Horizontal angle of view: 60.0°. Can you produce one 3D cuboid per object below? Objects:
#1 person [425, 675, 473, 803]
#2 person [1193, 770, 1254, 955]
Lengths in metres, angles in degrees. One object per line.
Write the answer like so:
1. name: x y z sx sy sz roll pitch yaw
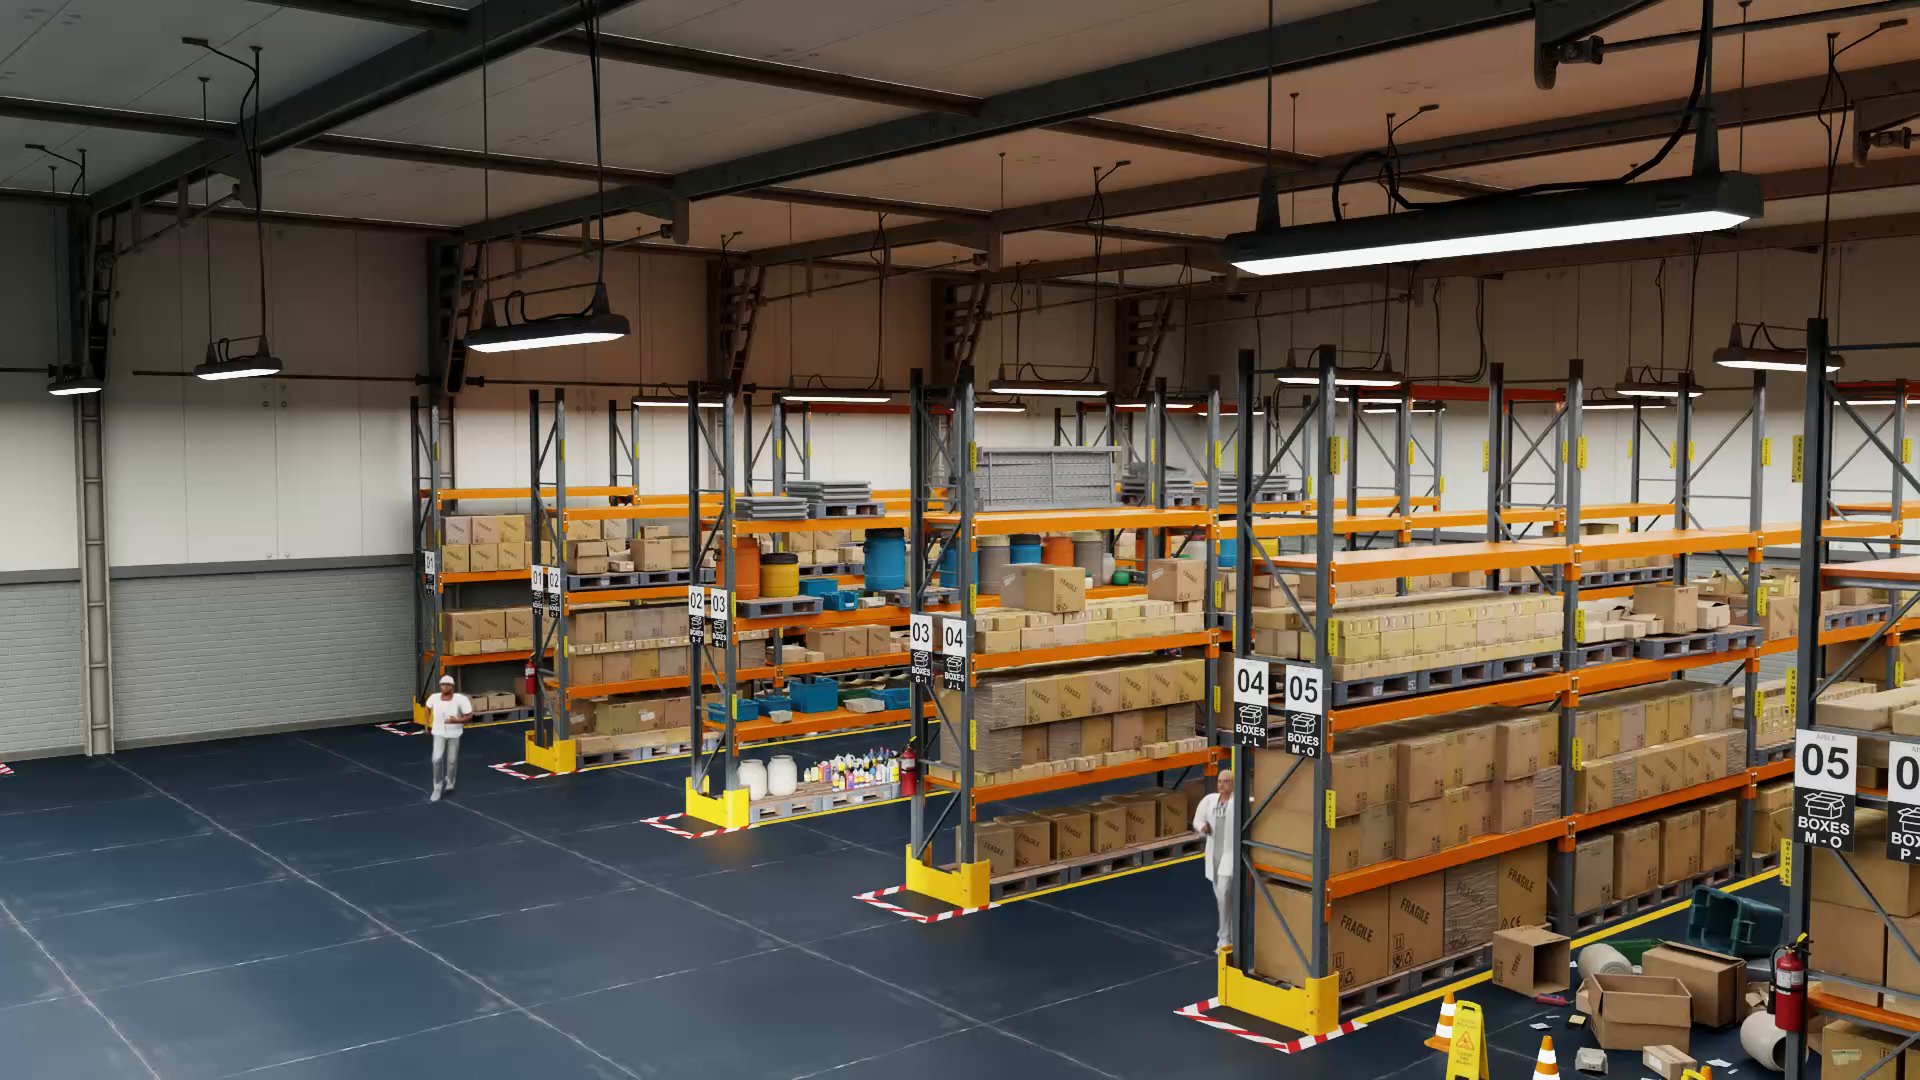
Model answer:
1. person: -7.431 2.855 24.175 0.693 1.804 0.724 -1 3 -11
2. person: 2.725 3.274 17.029 0.672 1.850 0.842 3 4 39
